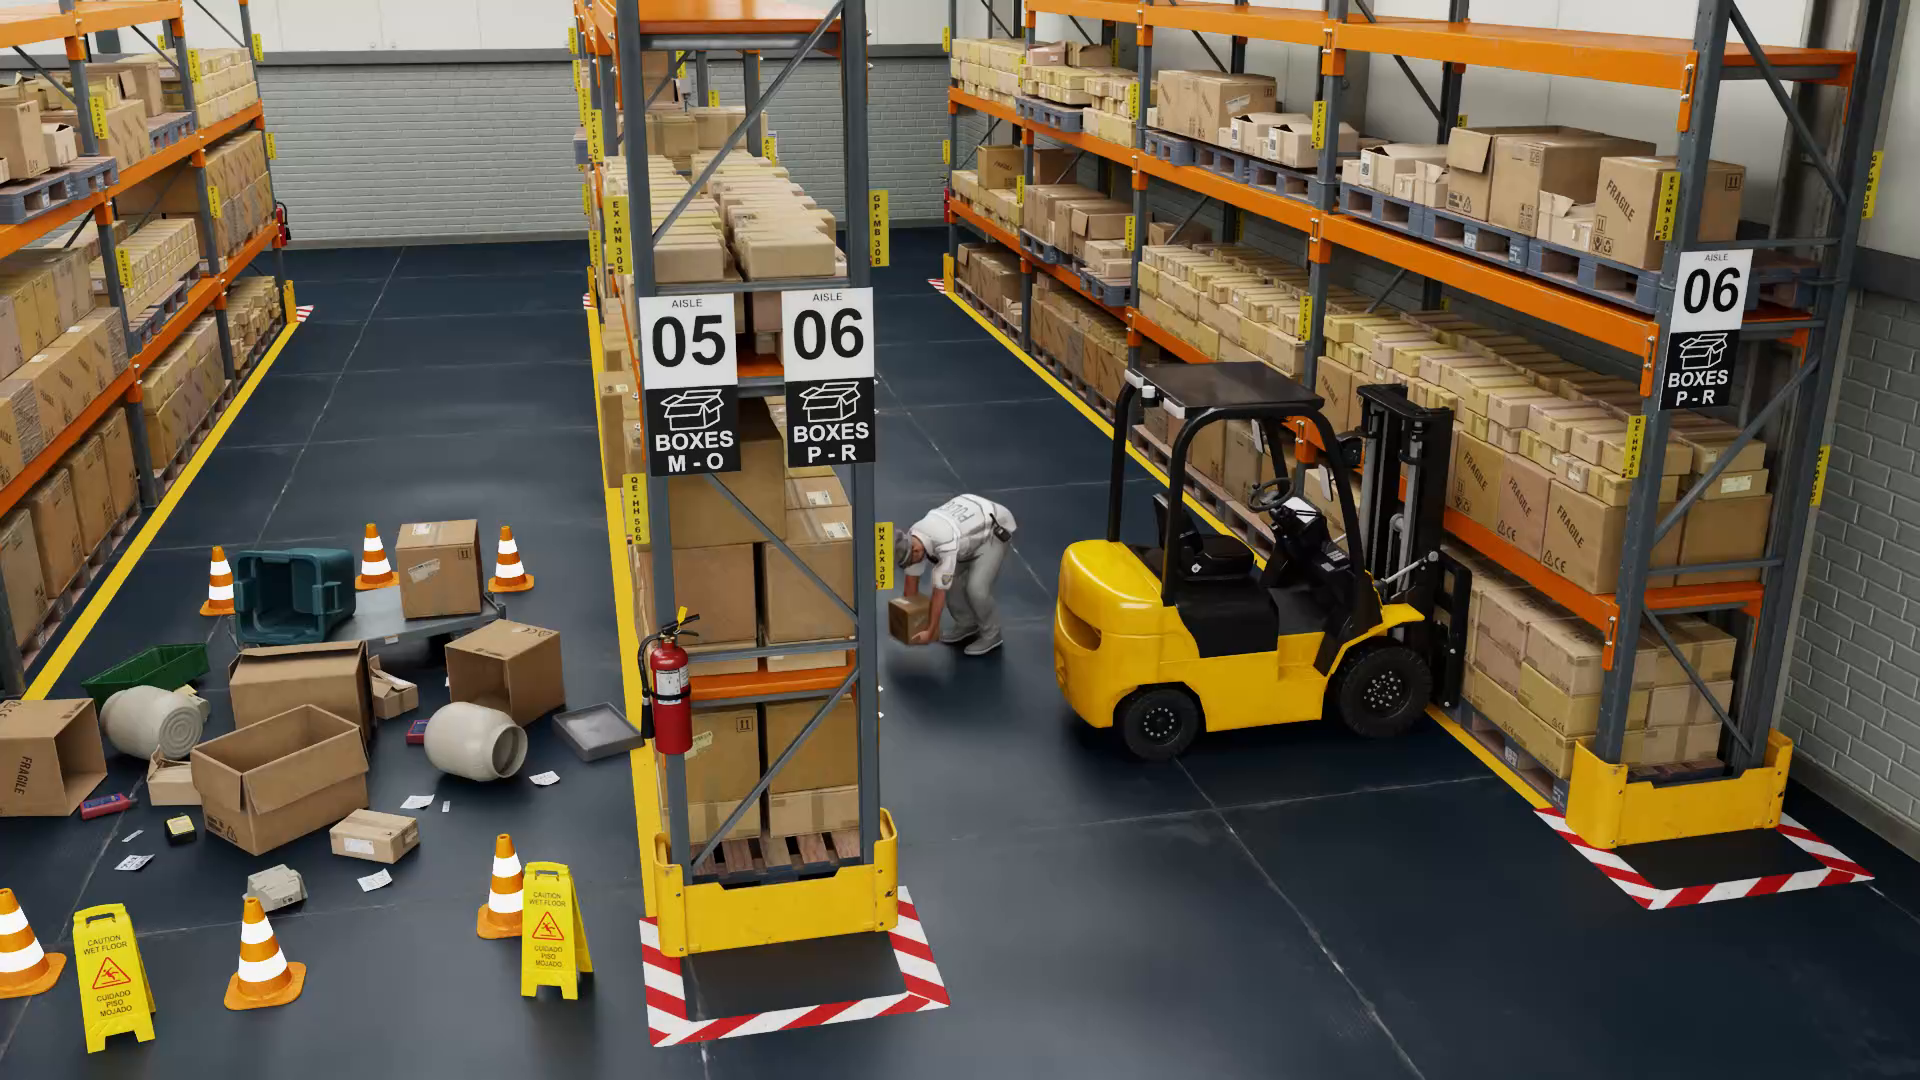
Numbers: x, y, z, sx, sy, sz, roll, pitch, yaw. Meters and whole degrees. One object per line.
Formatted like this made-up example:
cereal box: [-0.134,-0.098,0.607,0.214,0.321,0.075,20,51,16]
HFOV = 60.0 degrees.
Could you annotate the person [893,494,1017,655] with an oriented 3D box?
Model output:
person: [-0.086,0.267,11.332,1.042,1.069,0.515,-16,25,-37]
